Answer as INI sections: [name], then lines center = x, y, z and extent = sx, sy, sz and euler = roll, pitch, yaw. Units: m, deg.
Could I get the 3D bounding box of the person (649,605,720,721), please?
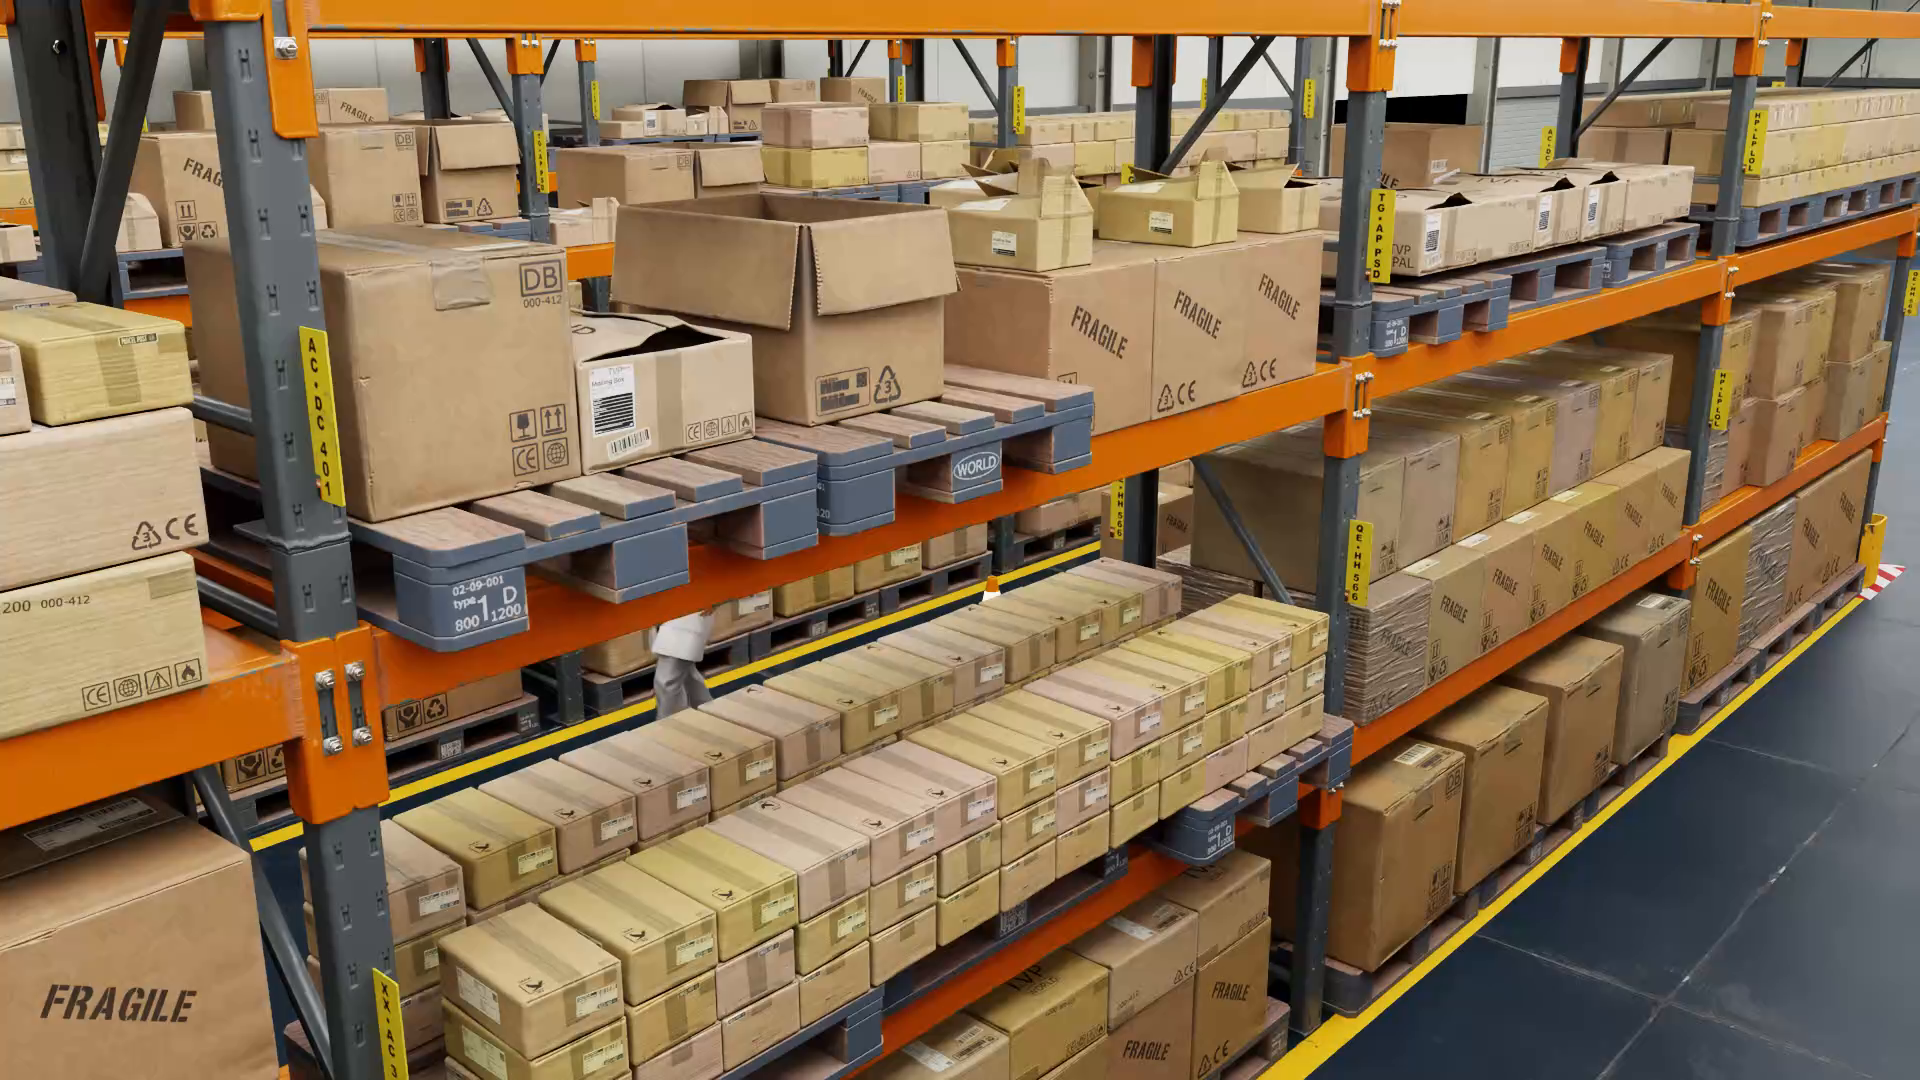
[person]
center = -1.562, 0.427, 9.118
extent = 0.775, 1.788, 0.719
euler = -15, 22, -41
